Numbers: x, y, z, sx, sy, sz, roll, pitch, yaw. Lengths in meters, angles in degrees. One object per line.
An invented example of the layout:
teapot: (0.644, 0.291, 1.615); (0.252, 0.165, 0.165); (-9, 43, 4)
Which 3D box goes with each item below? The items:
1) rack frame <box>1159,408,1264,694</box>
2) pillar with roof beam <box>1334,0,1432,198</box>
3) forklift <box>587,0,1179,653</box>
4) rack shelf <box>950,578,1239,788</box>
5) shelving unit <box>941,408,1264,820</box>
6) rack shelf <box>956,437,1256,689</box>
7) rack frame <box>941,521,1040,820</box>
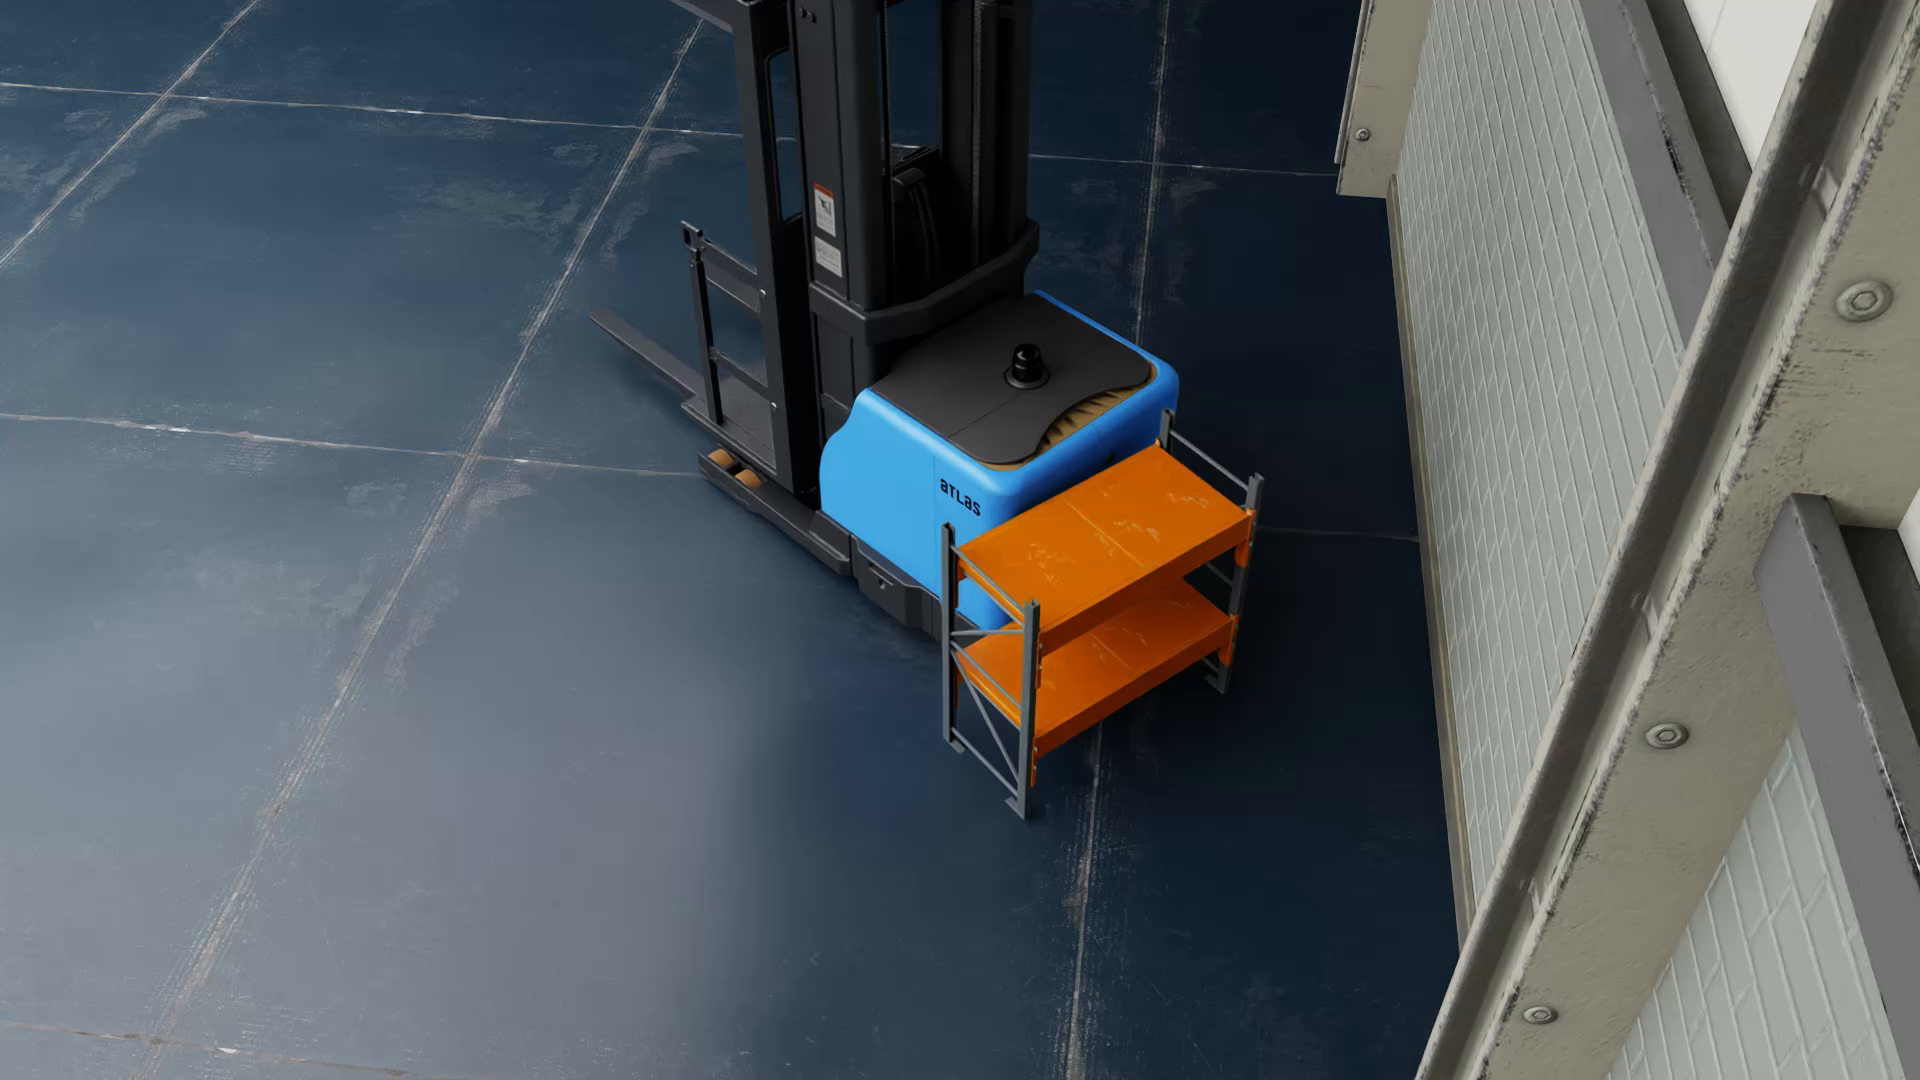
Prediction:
rack frame: (0.907, 0.062, 6.366); (0.032, 1.125, 0.500); (-28, 50, -26)
pillar with roof beam: (-1.984, -5.709, 6.735); (9.100, 9.000, 0.400); (5, 44, 6)
forklift: (-0.526, -1.431, 6.630); (1.130, 2.935, 3.031); (-34, 53, -30)
rack shelf: (0.502, 0.451, 6.310); (1.000, 0.278, 0.538); (-28, 50, -26)
shelving unit: (0.502, 0.274, 6.142); (1.048, 1.125, 0.538); (-28, 50, -26)
rack shelf: (0.502, 0.061, 5.941); (1.000, 0.278, 0.538); (-28, 50, -26)
rack frame: (0.098, 0.486, 5.918); (0.032, 1.125, 0.500); (-28, 50, -26)
